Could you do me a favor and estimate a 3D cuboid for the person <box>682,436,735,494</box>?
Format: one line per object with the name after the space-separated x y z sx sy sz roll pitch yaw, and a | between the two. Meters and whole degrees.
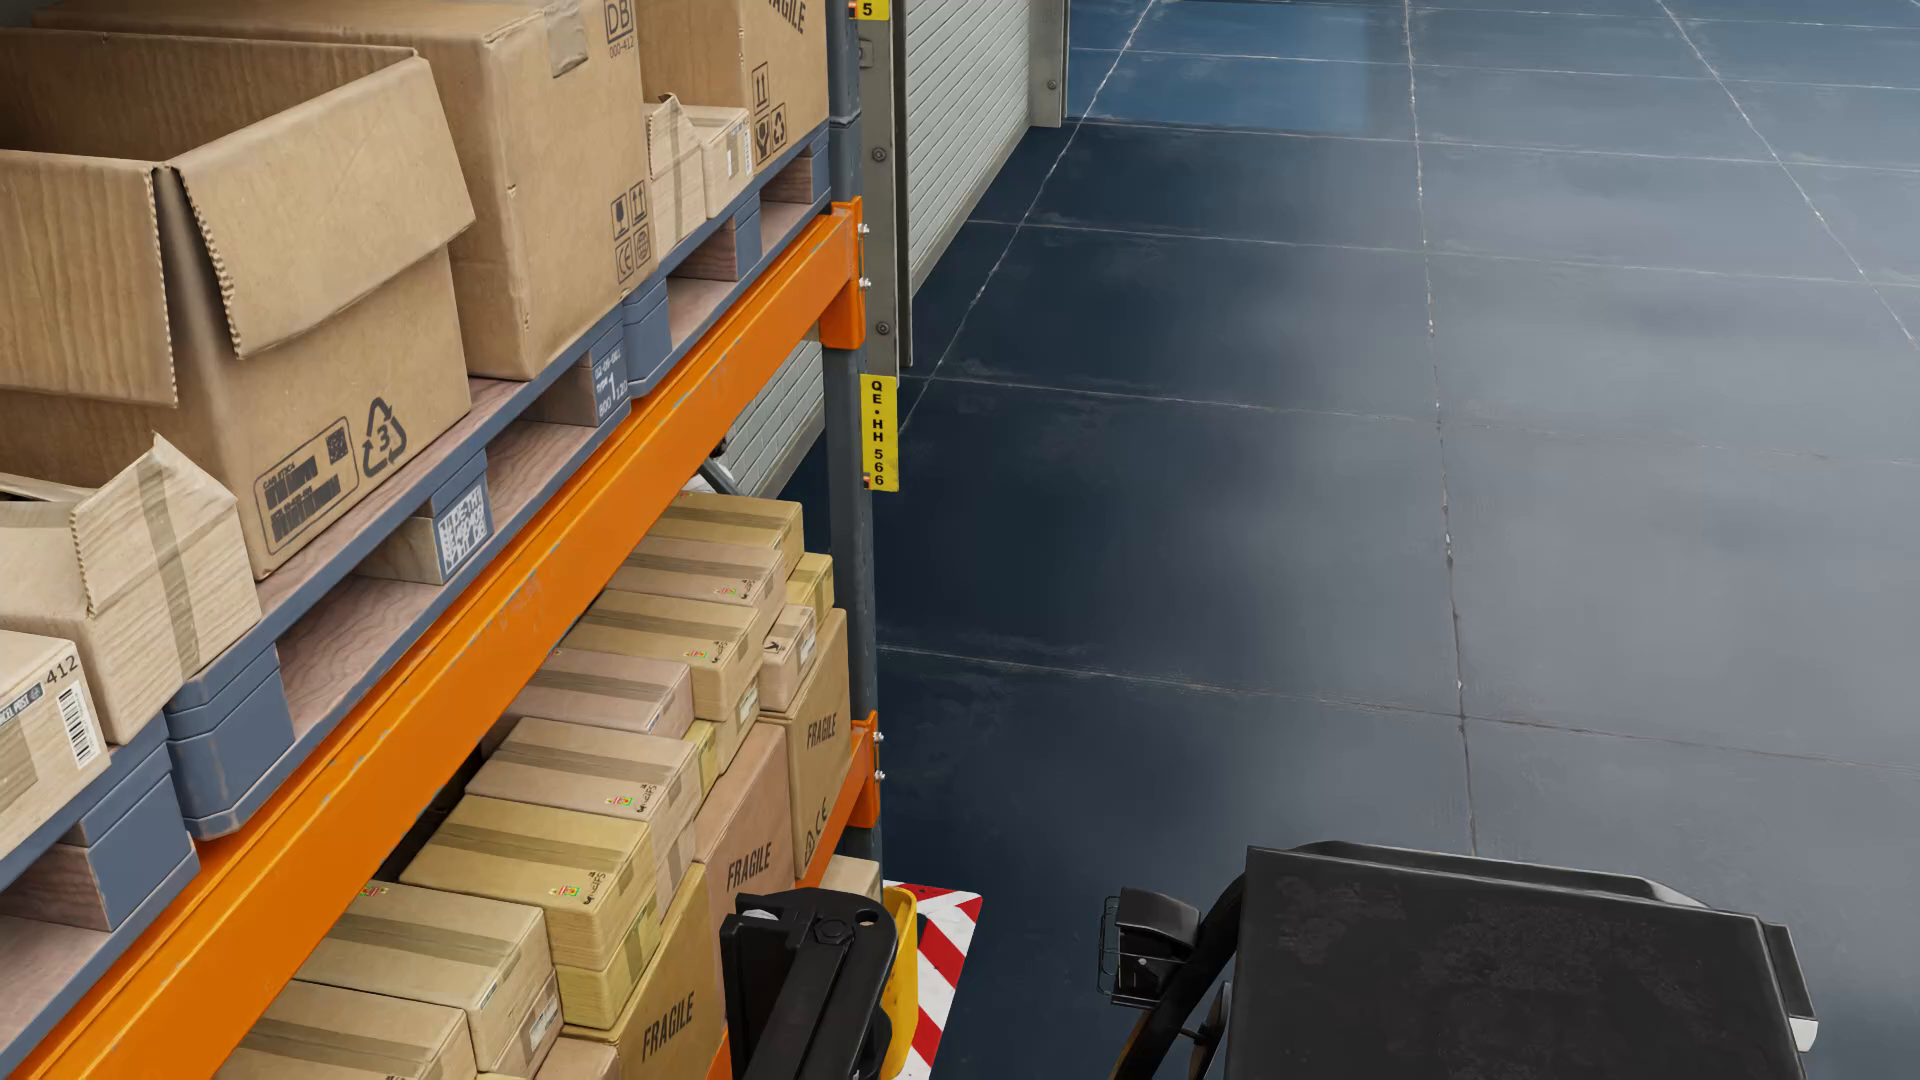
-0.970 0.297 6.051 0.372 1.681 0.501 -2 29 -4 | person
